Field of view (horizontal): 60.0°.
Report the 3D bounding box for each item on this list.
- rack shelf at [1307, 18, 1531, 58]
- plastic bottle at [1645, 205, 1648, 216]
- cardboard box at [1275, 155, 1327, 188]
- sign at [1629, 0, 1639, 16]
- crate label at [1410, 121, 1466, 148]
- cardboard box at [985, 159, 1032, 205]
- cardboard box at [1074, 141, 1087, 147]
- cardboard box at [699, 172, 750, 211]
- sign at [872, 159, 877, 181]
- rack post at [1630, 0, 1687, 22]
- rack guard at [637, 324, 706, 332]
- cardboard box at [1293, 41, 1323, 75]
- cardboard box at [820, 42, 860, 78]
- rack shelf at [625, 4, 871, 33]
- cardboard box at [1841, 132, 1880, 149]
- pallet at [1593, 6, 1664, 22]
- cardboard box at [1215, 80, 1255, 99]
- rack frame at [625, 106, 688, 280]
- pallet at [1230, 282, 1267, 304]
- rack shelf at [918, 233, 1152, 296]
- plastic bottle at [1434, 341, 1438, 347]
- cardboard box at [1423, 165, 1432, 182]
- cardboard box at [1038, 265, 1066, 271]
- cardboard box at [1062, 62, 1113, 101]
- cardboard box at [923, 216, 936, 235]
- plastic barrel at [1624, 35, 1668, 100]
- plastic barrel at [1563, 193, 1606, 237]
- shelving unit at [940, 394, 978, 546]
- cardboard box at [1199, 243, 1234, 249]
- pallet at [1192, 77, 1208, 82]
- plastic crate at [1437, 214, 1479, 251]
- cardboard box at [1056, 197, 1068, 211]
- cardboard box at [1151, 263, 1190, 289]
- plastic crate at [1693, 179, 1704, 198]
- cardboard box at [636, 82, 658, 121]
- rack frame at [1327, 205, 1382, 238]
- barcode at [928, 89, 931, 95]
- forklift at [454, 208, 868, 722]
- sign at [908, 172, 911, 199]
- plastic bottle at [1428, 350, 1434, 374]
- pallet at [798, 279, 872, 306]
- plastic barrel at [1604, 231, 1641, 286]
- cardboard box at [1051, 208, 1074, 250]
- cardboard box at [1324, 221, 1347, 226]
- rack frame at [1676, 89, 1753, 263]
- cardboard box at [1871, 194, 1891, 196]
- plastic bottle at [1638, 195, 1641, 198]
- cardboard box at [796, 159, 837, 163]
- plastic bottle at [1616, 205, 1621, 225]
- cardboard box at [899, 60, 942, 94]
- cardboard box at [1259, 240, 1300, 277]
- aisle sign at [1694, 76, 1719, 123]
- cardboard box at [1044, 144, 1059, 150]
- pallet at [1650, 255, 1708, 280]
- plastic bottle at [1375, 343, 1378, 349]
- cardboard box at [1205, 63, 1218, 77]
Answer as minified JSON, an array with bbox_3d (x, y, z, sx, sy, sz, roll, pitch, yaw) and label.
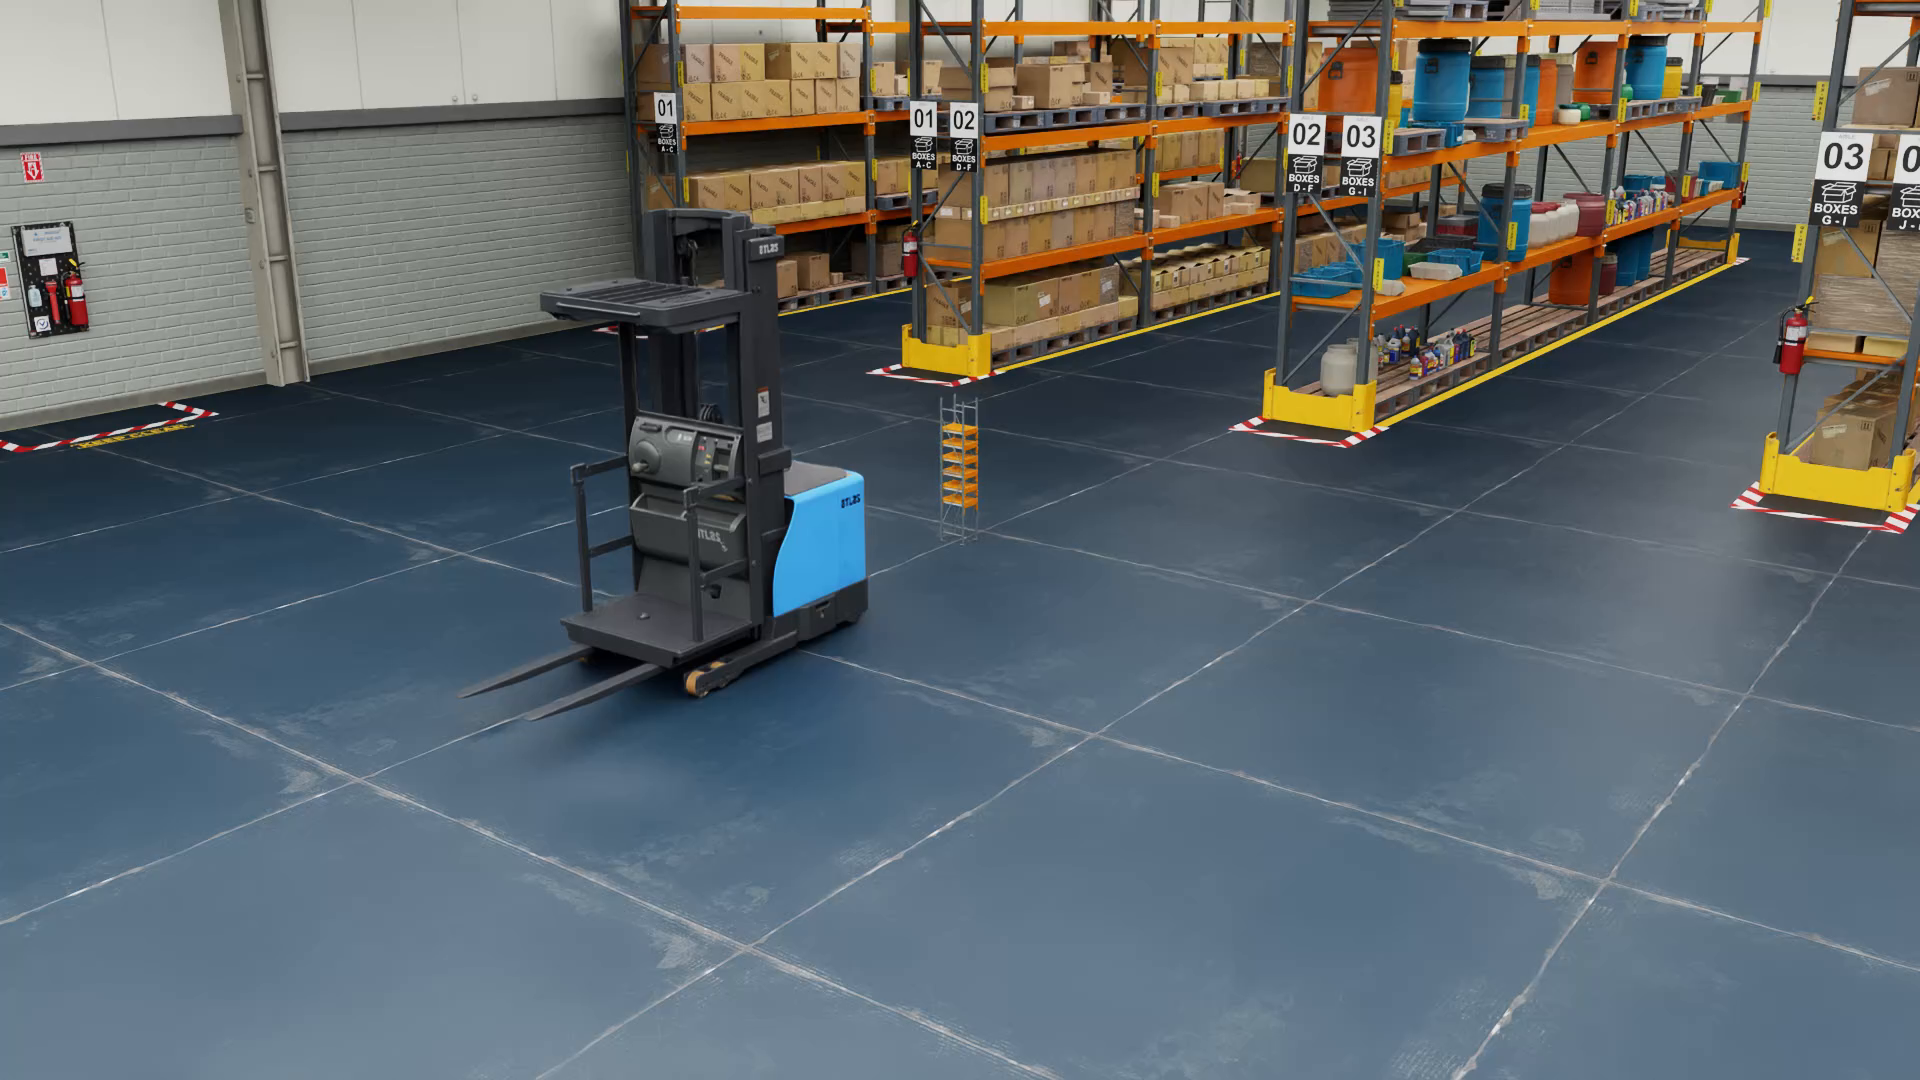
[{"bbox_3d":[5.008,-5.475,18.088,1.077,0.370,4.000,12,21,35],"label":"rack shelf"},{"bbox_3d":[10.346,-5.009,25.150,0.097,0.201,0.097,0,17,0],"label":"plastic bottle"},{"bbox_3d":[5.590,-6.052,27.298,0.500,0.500,0.700,-15,23,-40],"label":"cardboard box"},{"bbox_3d":[9.029,-7.189,22.264,0.100,0.325,0.005,12,21,35],"label":"sign"},{"bbox_3d":[5.197,-4.417,18.103,0.502,0.251,0.408,12,21,35],"label":"crate label"},{"bbox_3d":[0.469,-4.459,20.690,0.700,0.500,0.500,12,21,33],"label":"cardboard box"},{"bbox_3d":[2.018,-7.315,30.273,0.500,0.250,0.500,12,21,34],"label":"cardboard box"},{"bbox_3d":[-3.312,-4.891,23.392,0.500,0.500,0.500,12,21,35],"label":"cardboard box"},{"bbox_3d":[-1.317,-5.691,25.552,0.100,0.325,0.005,12,21,35],"label":"sign"},{"bbox_3d":[9.862,-7.648,24.041,0.937,0.300,0.954,15,23,40],"label":"rack post"},{"bbox_3d":[-4.095,-3.243,23.344,1.175,0.500,0.348,12,21,35],"label":"rack guard"},{"bbox_3d":[5.480,-7.753,26.740,0.500,0.500,0.500,12,21,35],"label":"cardboard box"},{"bbox_3d":[-1.838,-7.172,24.834,0.500,0.500,0.500,10,20,30],"label":"cardboard box"},{"bbox_3d":[-2.949,-7.415,23.667,1.077,0.370,4.000,12,21,35],"label":"rack shelf"},{"bbox_3d":[7.709,-3.465,14.368,0.380,0.149,0.250,12,21,35],"label":"cardboard box"},{"bbox_3d":[9.037,-7.324,23.147,1.213,0.211,1.003,12,21,35],"label":"pallet"},{"bbox_3d":[4.084,-6.765,24.958,0.500,0.250,0.500,13,22,36],"label":"cardboard box"},{"bbox_3d":[-4.140,-4.419,22.915,1.000,3.000,0.127,12,21,35],"label":"rack frame"},{"bbox_3d":[4.085,-3.929,26.039,1.003,0.211,1.213,12,21,35],"label":"pallet"},{"bbox_3d":[1.032,-3.677,21.740,1.077,0.370,4.000,12,21,35],"label":"rack shelf"},{"bbox_3d":[5.643,-2.219,19.669,0.061,0.283,0.133,12,21,35],"label":"plastic bottle"},{"bbox_3d":[8.417,-6.886,30.692,0.500,0.500,0.500,12,21,34],"label":"cardboard box"},{"bbox_3d":[1.100,-3.449,22.457,0.500,0.500,0.500,12,21,35],"label":"cardboard box"},{"bbox_3d":[1.712,-6.171,22.388,0.500,0.500,0.500,15,22,39],"label":"cardboard box"},{"bbox_3d":[-0.453,-5.270,27.865,0.500,0.250,0.500,12,21,34],"label":"cardboard box"},{"bbox_3d":[10.072,-6.965,24.504,0.600,0.901,0.708,12,21,35],"label":"plastic barrel"},{"bbox_3d":[8.550,-4.474,22.865,0.600,0.536,0.708,12,21,35],"label":"plastic barrel"},{"bbox_3d":[-0.009,-0.570,13.555,0.258,1.200,0.189,12,21,35],"label":"shelving unit"},{"bbox_3d":[4.059,-4.532,26.263,0.500,0.311,0.500,13,22,37],"label":"cardboard box"},{"bbox_3d":[4.233,-9.149,33.240,1.003,0.211,1.213,12,21,35],"label":"pallet"},{"bbox_3d":[6.242,-3.821,20.882,0.402,0.464,0.583,12,21,35],"label":"plastic crate"},{"bbox_3d":[1.164,-4.323,21.345,0.380,0.149,0.250,13,21,35],"label":"cardboard box"},{"bbox_3d":[2.972,-3.825,23.986,0.500,0.311,0.500,12,21,34],"label":"cardboard box"},{"bbox_3d":[12.024,-5.829,27.556,0.437,0.282,0.530,12,21,35],"label":"plastic crate"},{"bbox_3d":[-4.095,-6.053,22.917,0.500,0.500,0.500,14,22,39],"label":"cardboard box"},{"bbox_3d":[6.990,-6.402,29.303,1.000,3.000,0.127,12,21,35],"label":"rack frame"},{"bbox_3d":[-0.367,-5.411,20.074,0.001,0.075,0.075,12,21,35],"label":"barcode"},{"bbox_3d":[-1.907,-0.566,10.624,1.130,2.935,3.031,12,21,33],"label":"forklift"},{"bbox_3d":[-0.587,-4.310,20.212,0.100,0.325,0.005,12,21,35],"label":"sign"},{"bbox_3d":[5.411,-2.057,19.170,0.097,0.271,0.097,0,17,0],"label":"plastic bottle"},{"bbox_3d":[-2.129,-3.874,25.861,1.003,0.211,1.213,12,21,35],"label":"pallet"},{"bbox_3d":[10.206,-4.429,25.780,0.600,0.901,0.708,12,21,35],"label":"plastic barrel"},{"bbox_3d":[1.049,-4.070,21.624,0.700,0.500,0.500,13,22,36],"label":"cardboard box"},{"bbox_3d":[6.506,-5.347,29.376,0.500,0.500,0.500,11,21,32],"label":"cardboard box"},{"bbox_3d":[13.350,-6.479,29.549,1.000,3.000,0.127,12,21,35],"label":"rack frame"},{"bbox_3d":[9.408,-3.231,16.735,0.500,0.500,0.500,12,21,35],"label":"cardboard box"},{"bbox_3d":[10.362,-5.124,25.404,0.097,0.271,0.097,0,17,0],"label":"plastic bottle"},{"bbox_3d":[-2.205,-5.592,25.650,0.500,0.500,0.500,12,21,33],"label":"cardboard box"},{"bbox_3d":[9.492,-4.698,24.011,0.061,0.283,0.133,12,21,35],"label":"plastic bottle"},{"bbox_3d":[-0.632,-7.462,26.781,0.500,0.500,0.500,12,21,33],"label":"cardboard box"},{"bbox_3d":[5.108,-4.524,26.727,0.500,0.500,0.500,14,22,37],"label":"cardboard box"},{"bbox_3d":[13.154,-7.790,29.388,0.394,0.787,0.004,12,21,35],"label":"aisle sign"},{"bbox_3d":[1.424,-7.072,29.492,0.500,0.250,0.500,12,21,34],"label":"cardboard box"},{"bbox_3d":[12.100,-4.668,28.421,1.003,0.211,1.213,12,21,35],"label":"pallet"},{"bbox_3d":[4.813,-2.181,19.559,0.152,0.276,0.135,12,21,33],"label":"plastic bottle"},{"bbox_3d":[4.861,-9.493,33.574,0.500,0.250,0.500,11,21,33],"label":"cardboard box"}]
